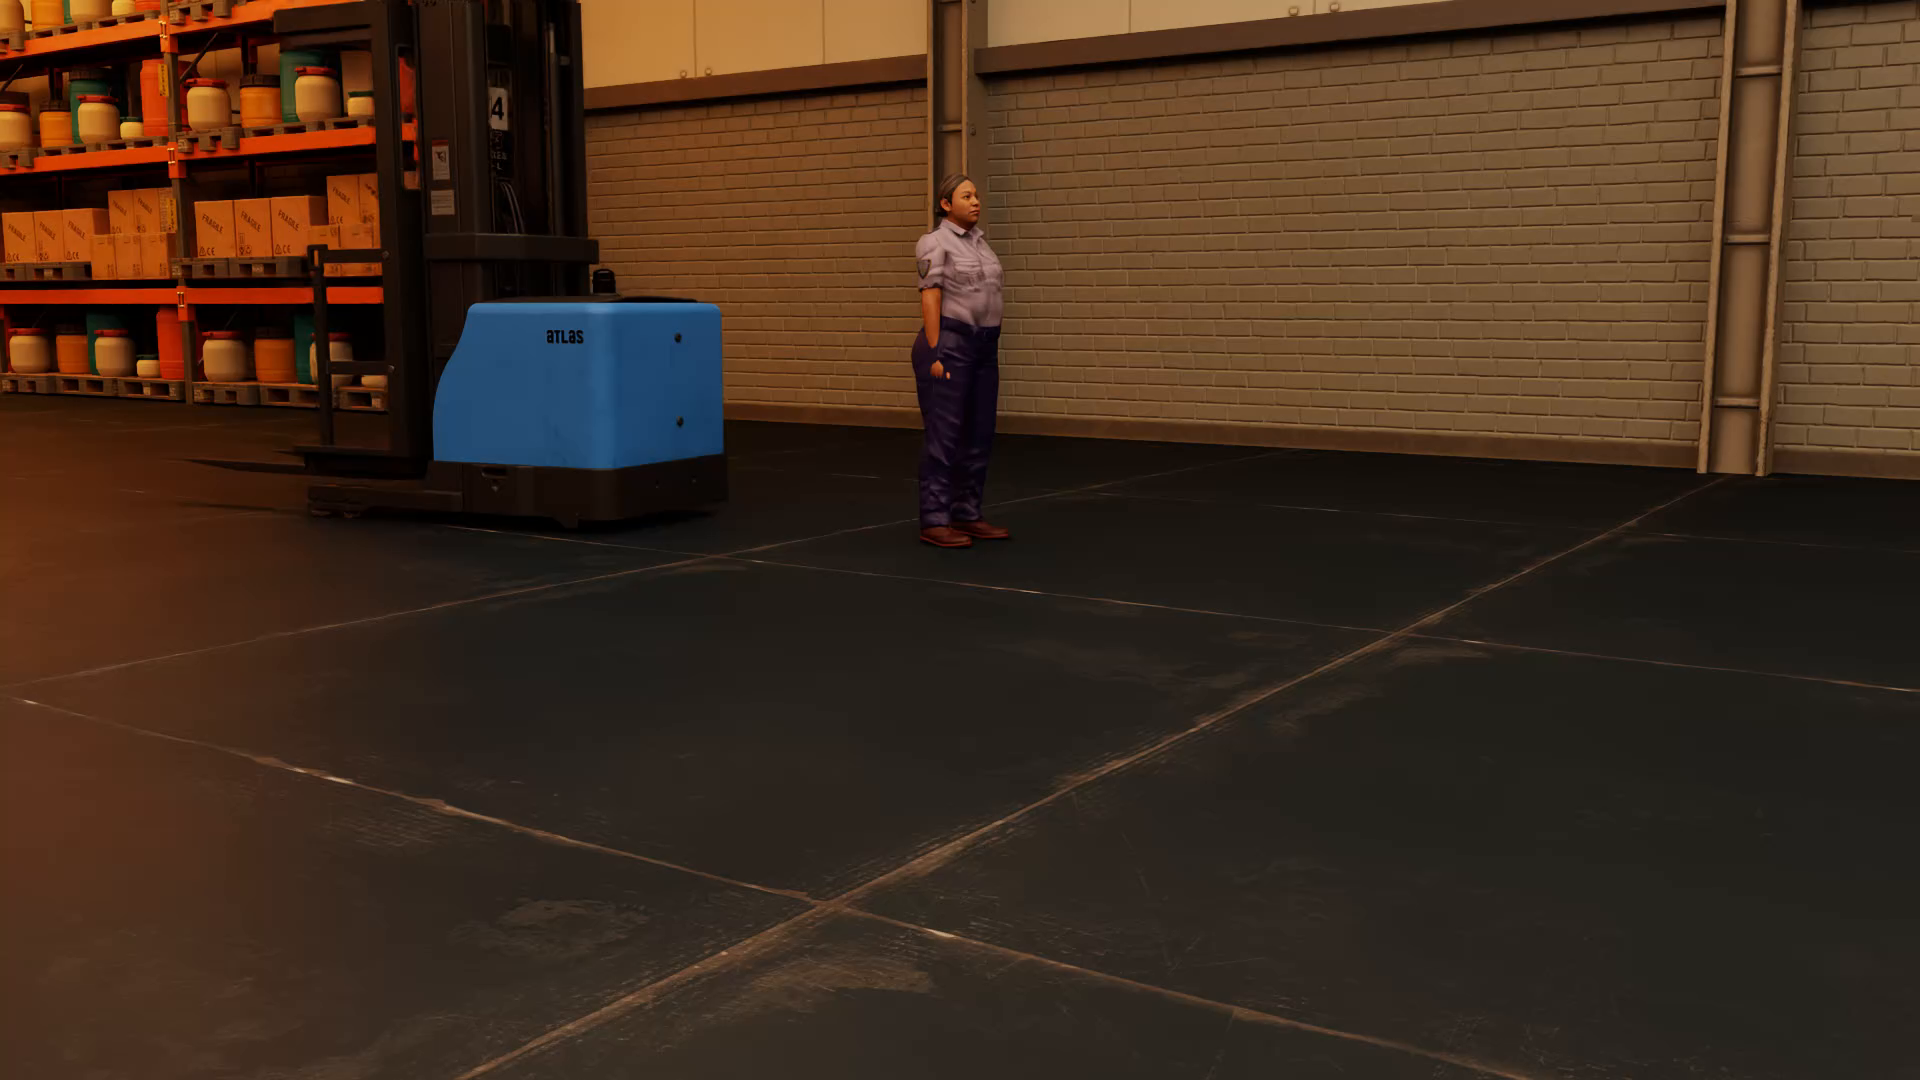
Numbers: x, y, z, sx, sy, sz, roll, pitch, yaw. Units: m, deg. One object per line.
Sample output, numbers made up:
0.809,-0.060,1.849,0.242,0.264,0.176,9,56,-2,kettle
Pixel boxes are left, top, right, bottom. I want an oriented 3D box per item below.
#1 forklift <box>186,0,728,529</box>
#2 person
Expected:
-2.750,-1.622,8.600,3.031,2.935,1.130,4,9,26,forklift
0.000,-0.811,7.481,0.365,1.651,0.483,5,10,34,person
